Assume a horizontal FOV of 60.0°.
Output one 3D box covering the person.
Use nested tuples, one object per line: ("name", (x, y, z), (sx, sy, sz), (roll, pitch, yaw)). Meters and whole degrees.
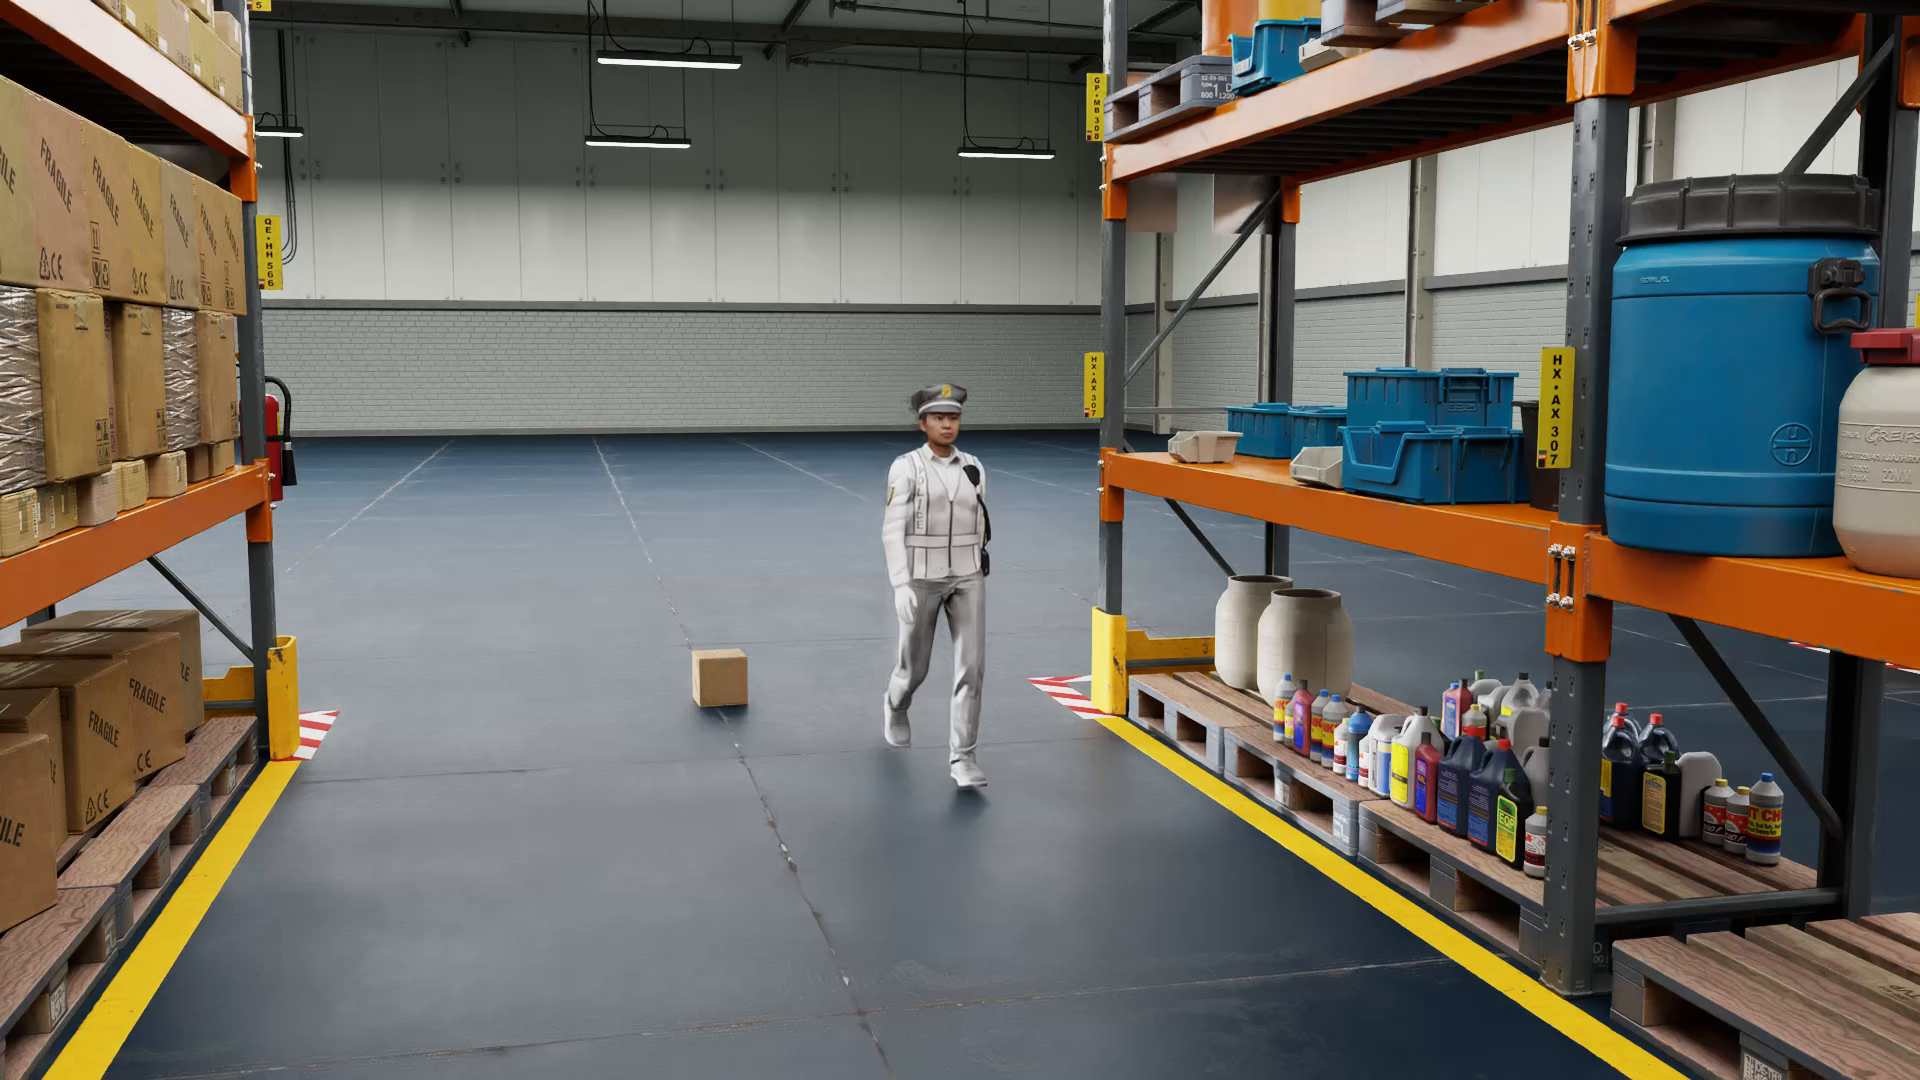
("person", (-0.103, 0.158, 7.031), (0.486, 1.642, 0.874), (-2, 6, -16))
